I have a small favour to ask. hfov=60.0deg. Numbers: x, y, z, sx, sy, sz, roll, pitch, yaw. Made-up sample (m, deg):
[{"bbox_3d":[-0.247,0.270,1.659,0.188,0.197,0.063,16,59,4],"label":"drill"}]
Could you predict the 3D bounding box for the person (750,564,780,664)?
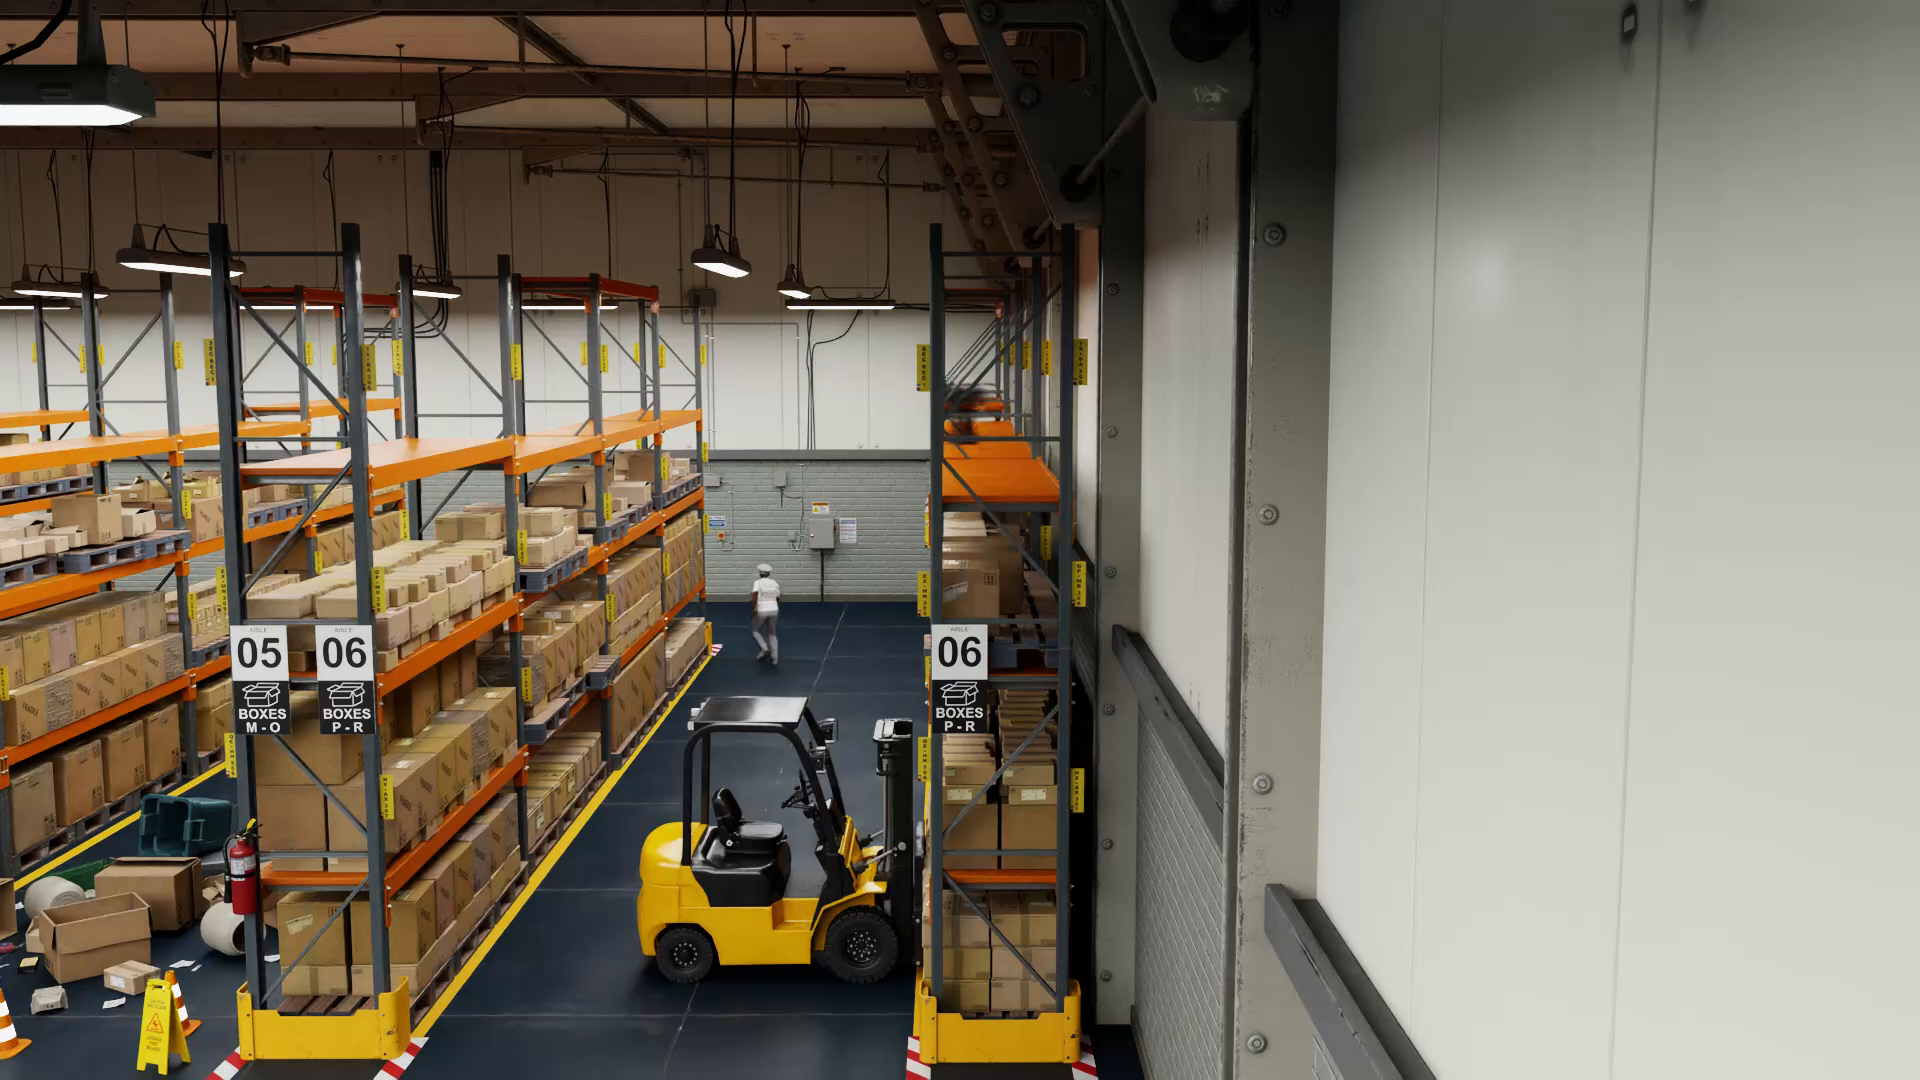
[{"bbox_3d":[-3.207,1.198,27.305,0.577,1.574,0.829,-3,7,-26],"label":"person"}]
